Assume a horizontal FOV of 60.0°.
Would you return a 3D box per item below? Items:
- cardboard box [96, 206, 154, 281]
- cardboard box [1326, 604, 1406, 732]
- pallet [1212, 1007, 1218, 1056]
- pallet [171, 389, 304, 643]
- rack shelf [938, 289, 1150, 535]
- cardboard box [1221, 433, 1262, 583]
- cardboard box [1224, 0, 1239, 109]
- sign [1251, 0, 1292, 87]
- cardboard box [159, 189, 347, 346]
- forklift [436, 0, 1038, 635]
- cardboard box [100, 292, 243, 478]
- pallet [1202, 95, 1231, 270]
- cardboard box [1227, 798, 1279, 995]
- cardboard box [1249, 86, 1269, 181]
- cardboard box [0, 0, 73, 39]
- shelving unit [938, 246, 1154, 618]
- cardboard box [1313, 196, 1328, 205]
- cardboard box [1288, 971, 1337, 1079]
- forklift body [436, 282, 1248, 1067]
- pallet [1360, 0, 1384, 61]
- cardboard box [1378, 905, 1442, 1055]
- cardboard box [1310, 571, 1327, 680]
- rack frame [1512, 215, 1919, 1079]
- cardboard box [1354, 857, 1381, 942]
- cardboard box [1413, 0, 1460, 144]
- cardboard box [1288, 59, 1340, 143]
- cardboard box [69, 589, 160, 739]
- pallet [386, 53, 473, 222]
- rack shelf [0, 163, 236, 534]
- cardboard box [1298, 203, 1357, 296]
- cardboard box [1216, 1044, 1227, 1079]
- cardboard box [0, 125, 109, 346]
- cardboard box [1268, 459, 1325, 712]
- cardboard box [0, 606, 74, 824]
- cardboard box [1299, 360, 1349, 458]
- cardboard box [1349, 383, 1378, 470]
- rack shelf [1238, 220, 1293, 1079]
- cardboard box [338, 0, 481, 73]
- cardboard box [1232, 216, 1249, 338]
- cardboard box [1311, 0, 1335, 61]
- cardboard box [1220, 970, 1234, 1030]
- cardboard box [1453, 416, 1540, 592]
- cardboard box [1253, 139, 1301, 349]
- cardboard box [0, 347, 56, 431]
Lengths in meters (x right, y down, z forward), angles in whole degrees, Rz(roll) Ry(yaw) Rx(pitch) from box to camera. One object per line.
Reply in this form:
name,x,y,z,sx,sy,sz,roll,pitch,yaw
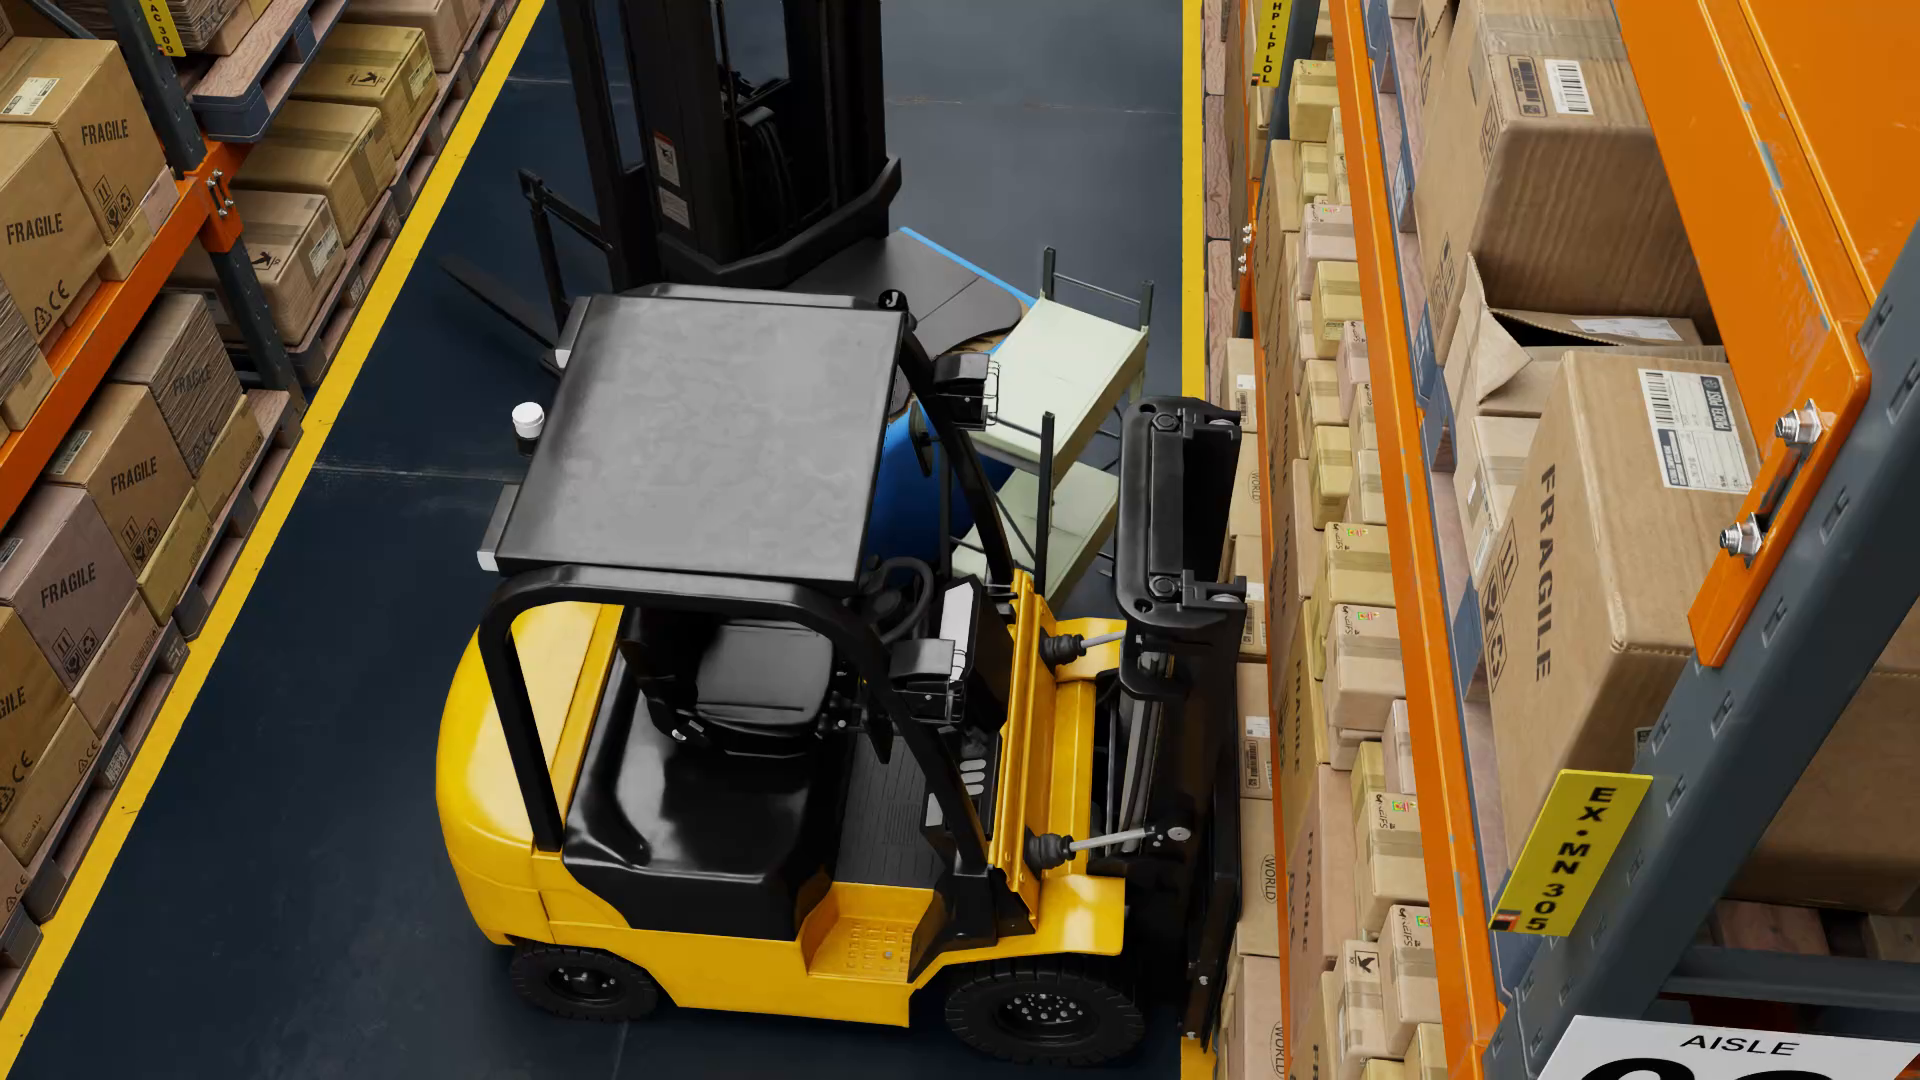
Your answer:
cardboard box,-3.108,-1.061,5.884,0.380,0.149,0.250,5,48,4
cardboard box,1.034,0.299,3.761,0.380,0.149,0.250,5,48,4
pallet,1.354,1.166,5.566,1.003,0.211,1.213,4,48,4
pallet,-3.392,-0.150,6.770,1.003,0.211,1.213,4,48,4
rack shelf,0.289,-0.444,5.637,0.431,0.370,0.720,22,51,19
cardboard box,1.164,-0.097,5.733,0.500,0.250,0.500,4,48,4
cardboard box,1.819,-2.597,8.443,0.875,0.625,0.625,5,48,5
sign,1.036,-1.649,5.520,0.100,0.325,0.005,4,48,4
cardboard box,-3.321,-1.227,7.362,0.950,0.372,0.625,4,48,4
forklift,-1.070,-1.571,6.227,3.031,2.935,1.130,34,56,27
cardboard box,-3.153,-0.601,6.363,0.500,0.500,0.500,3,48,3
pallet,1.714,-1.758,8.240,1.003,0.211,1.213,4,48,4
cardboard box,1.021,1.026,4.706,0.500,0.250,0.500,4,48,4
cardboard box,1.362,-1.593,6.302,0.500,0.250,0.500,5,48,4
cardboard box,-3.553,-2.217,6.217,0.500,0.500,0.500,3,48,3
shelving unit,0.289,-0.181,5.925,0.431,1.500,0.755,22,51,19
cardboard box,1.268,-0.908,5.066,0.380,0.149,0.250,4,48,3
cardboard box,0.996,1.271,3.513,0.500,0.500,0.500,3,48,3
forklift body,-0.431,0.454,4.903,2.313,2.155,1.214,4,48,4
pallet,1.525,-1.610,4.243,1.003,0.211,1.213,4,48,4
cardboard box,1.027,0.870,3.239,0.380,0.149,0.250,4,48,4
cardboard box,1.058,0.213,4.041,0.380,0.149,0.250,4,48,4
rack frame,1.213,-0.341,0.989,1.000,3.000,0.127,4,48,4
cardboard box,1.043,0.781,3.521,0.380,0.149,0.250,5,48,4
cardboard box,1.295,-1.054,3.252,0.797,0.503,0.637,5,48,5
cardboard box,1.253,-1.394,5.310,0.380,0.149,0.250,5,48,4
cardboard box,-3.242,0.417,5.940,0.500,0.250,0.500,5,48,4
pallet,-3.188,-2.117,8.569,1.003,0.211,1.213,4,48,4
rack shelf,-3.549,0.126,5.116,1.077,0.370,4.000,4,48,4
cardboard box,1.179,-0.826,4.790,0.380,0.149,0.250,5,48,4
cardboard box,0.995,1.739,4.732,0.500,0.250,0.500,4,48,4
cardboard box,-3.199,-0.999,5.387,0.500,0.500,0.500,5,48,5
cardboard box,1.134,0.143,4.544,0.500,0.500,0.500,4,48,4
cardboard box,-3.283,0.542,5.318,0.500,0.500,0.500,5,48,4
cardboard box,1.141,-0.353,4.559,0.380,0.149,0.250,2,48,2
cardboard box,1.209,-0.258,4.270,0.380,0.149,0.250,4,48,4
rack shelf,1.395,0.457,4.813,1.077,0.370,4.000,4,48,4
cardboard box,-3.122,-2.824,8.822,0.950,0.372,0.625,3,48,3
cardboard box,1.613,-0.980,6.964,0.875,0.625,0.625,6,48,5
cardboard box,1.387,-1.774,5.859,0.380,0.149,0.250,5,48,5
cardboard box,1.028,1.174,4.909,0.500,0.250,0.500,3,48,3
cardboard box,0.986,-0.049,2.573,0.380,0.149,0.250,3,48,2
cardboard box,1.277,-0.981,5.573,0.500,0.500,0.500,3,48,2
cardboard box,-3.181,-0.498,5.369,0.380,0.149,0.250,3,48,3
